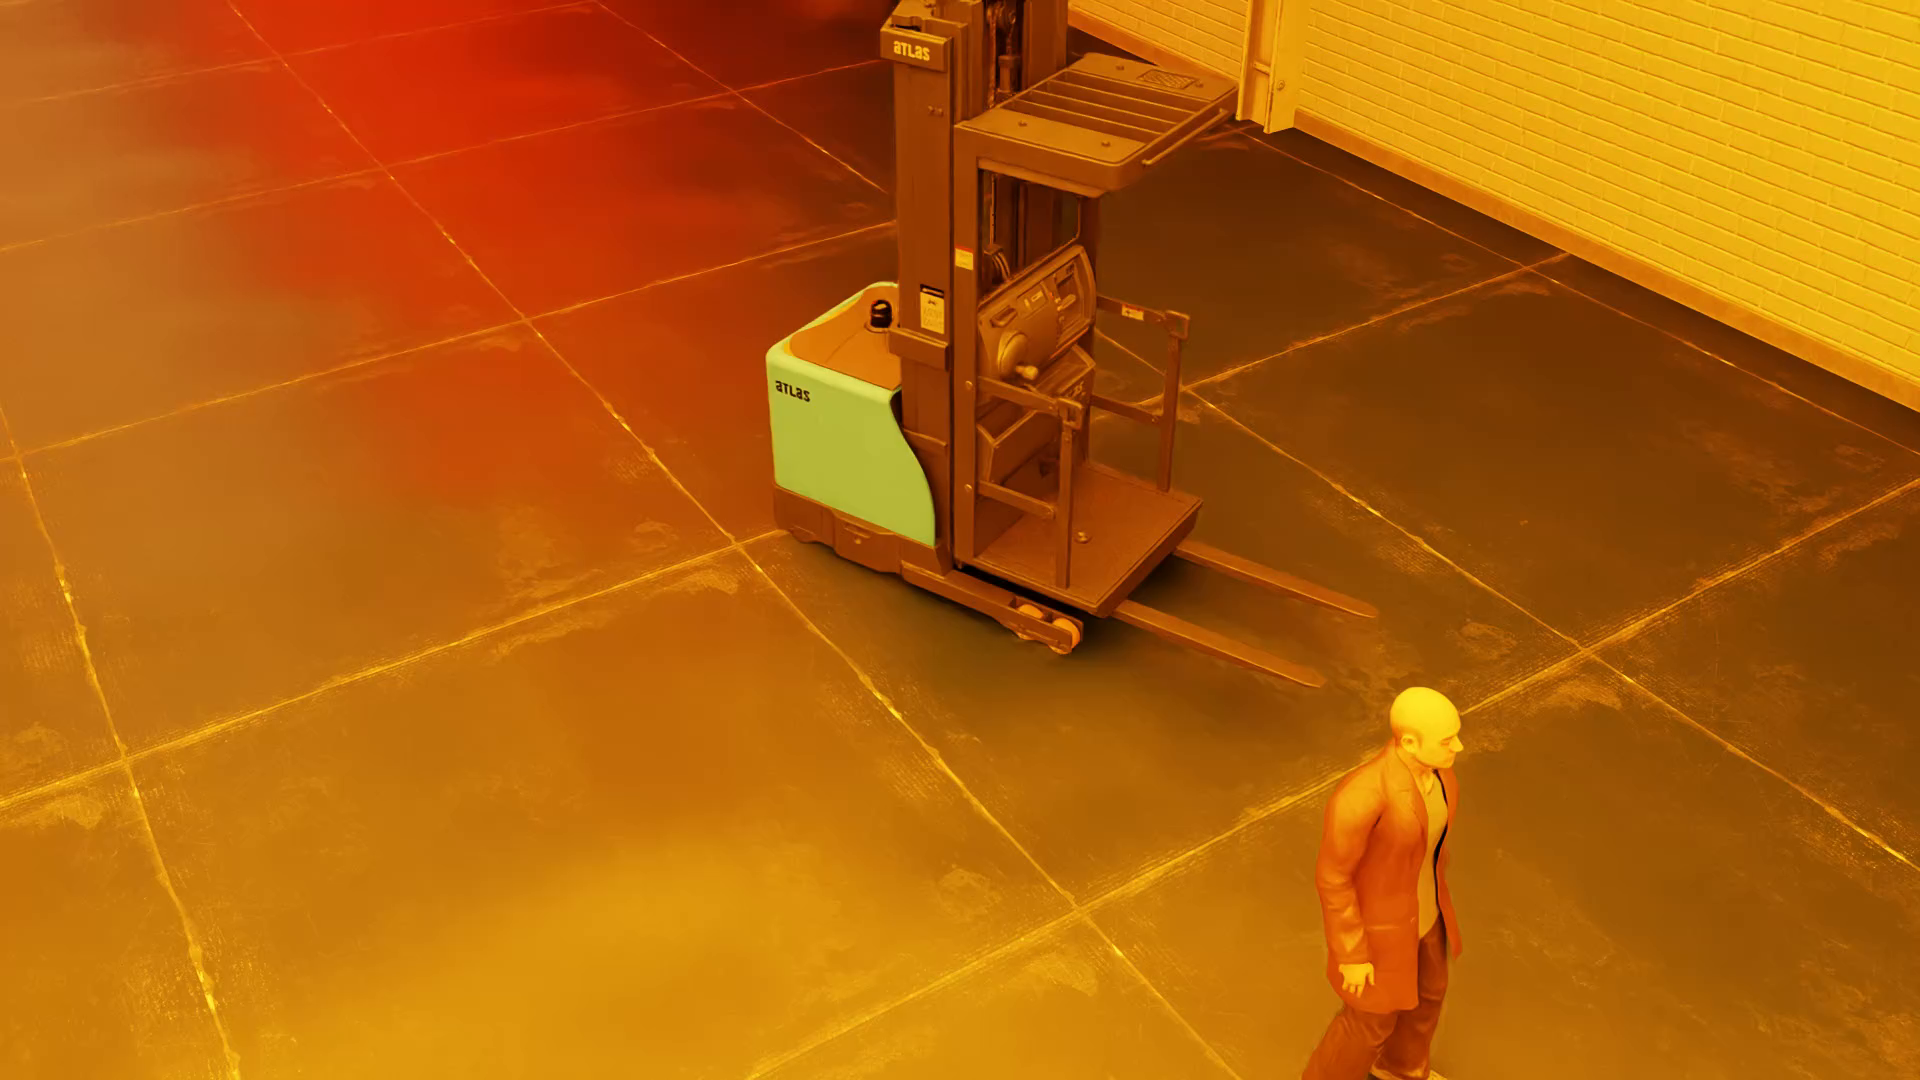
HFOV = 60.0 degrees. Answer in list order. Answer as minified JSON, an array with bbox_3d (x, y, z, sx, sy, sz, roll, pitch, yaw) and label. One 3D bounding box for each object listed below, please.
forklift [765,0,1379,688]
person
[{"bbox_3d":[0.532,-1.007,7.580,3.031,2.935,1.130,21,40,27],"label":"forklift"},{"bbox_3d":[1.454,1.257,5.391,0.681,1.802,0.511,-29,45,-35],"label":"person"}]
